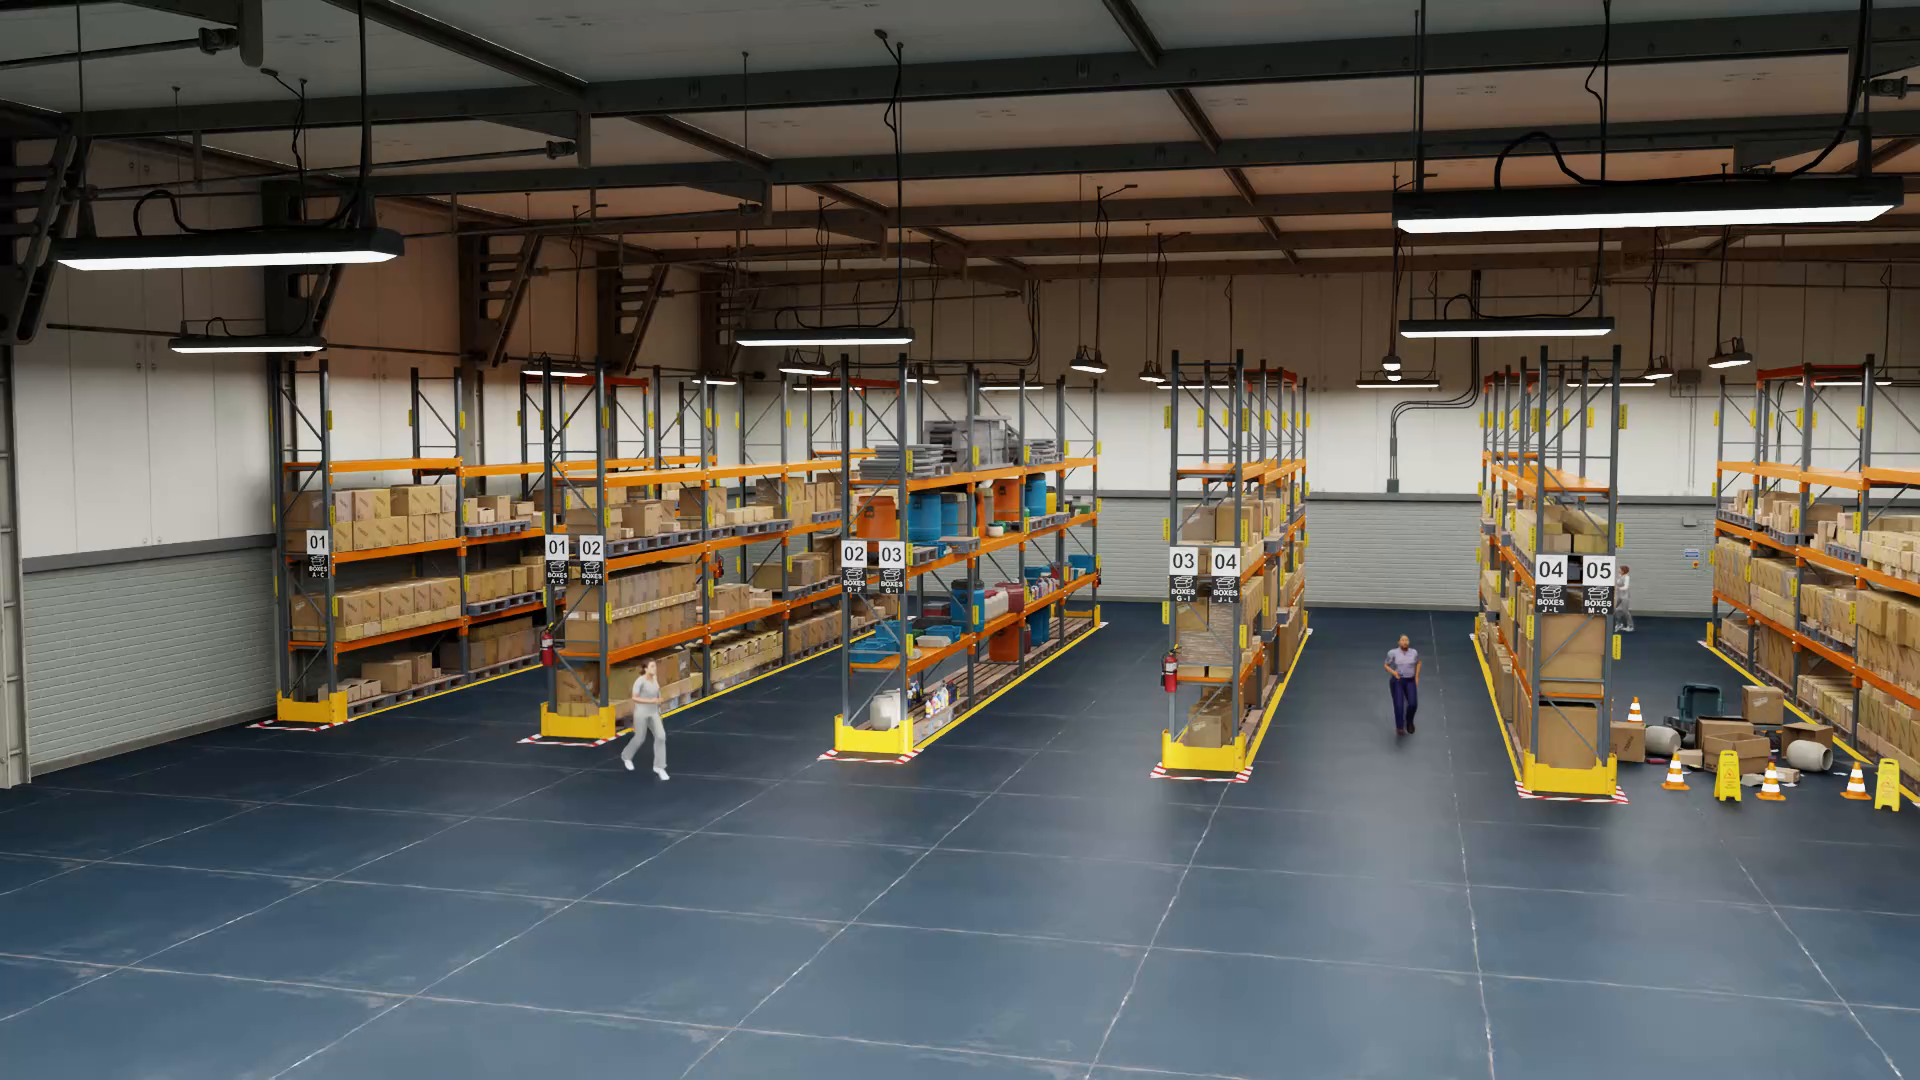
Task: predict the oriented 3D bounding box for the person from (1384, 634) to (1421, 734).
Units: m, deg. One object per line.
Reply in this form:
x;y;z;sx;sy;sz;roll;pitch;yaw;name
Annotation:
7.043;2.293;26.408;0.604;1.610;0.581;0;4;6;person

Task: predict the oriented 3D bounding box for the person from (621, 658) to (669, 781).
-4.433;2.490;23.384;0.966;1.698;0.587;3;5;35;person

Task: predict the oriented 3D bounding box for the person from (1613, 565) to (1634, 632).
15.632;1.377;39.256;0.636;1.595;0.517;-1;4;-9;person
